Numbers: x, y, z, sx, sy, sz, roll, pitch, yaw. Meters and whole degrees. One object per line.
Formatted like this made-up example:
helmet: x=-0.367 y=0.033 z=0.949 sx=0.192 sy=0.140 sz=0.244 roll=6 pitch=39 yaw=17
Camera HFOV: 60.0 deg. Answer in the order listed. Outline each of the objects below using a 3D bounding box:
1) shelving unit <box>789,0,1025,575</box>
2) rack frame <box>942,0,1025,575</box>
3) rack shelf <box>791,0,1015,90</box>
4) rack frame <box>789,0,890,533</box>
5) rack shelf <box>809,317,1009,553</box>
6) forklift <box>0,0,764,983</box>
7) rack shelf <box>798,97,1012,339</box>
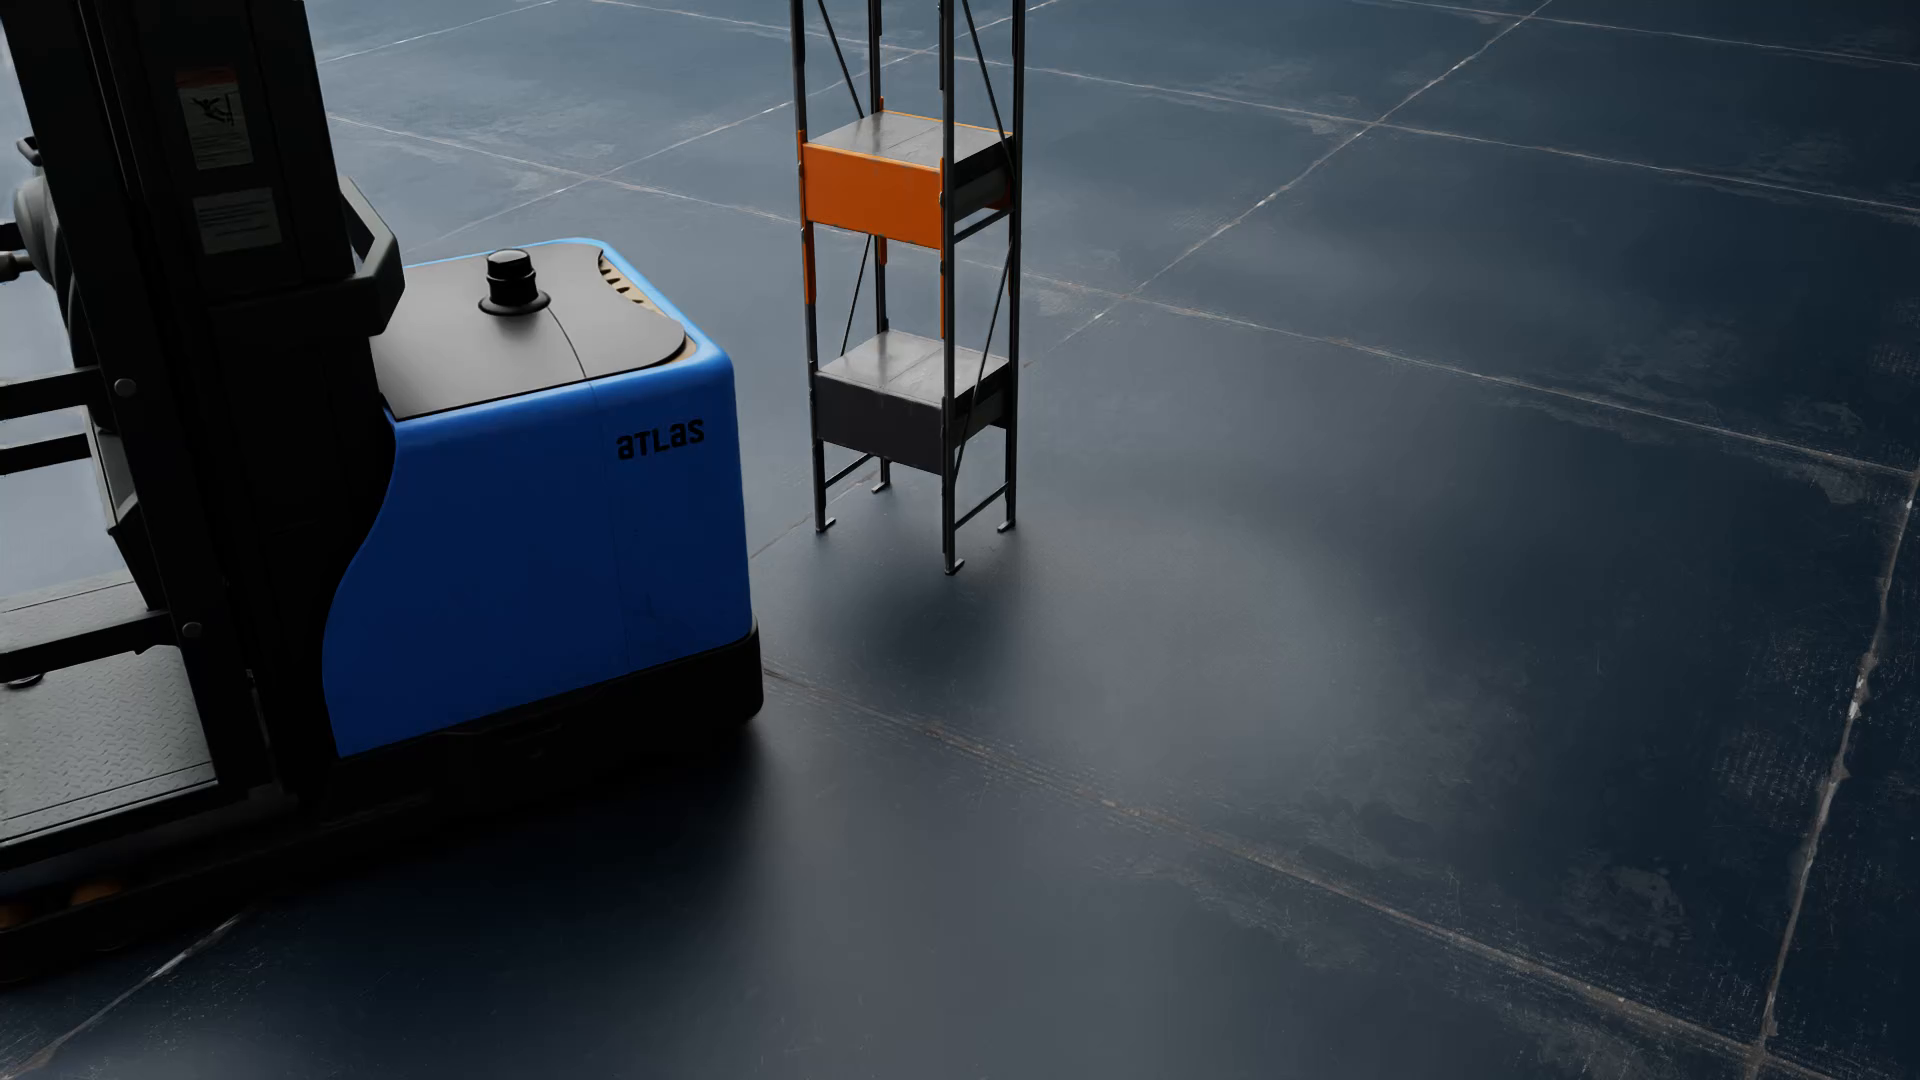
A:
shelving unit: x=-0.140 y=-0.951 z=4.797 sx=0.503 sy=2.100 sz=0.431 roll=18 pitch=35 yaw=27
rack frame: x=0.066 y=-0.886 z=4.685 sx=0.015 sy=2.100 sz=0.400 roll=18 pitch=35 yaw=27
rack shelf: x=-0.140 y=-1.544 z=4.451 sx=0.480 sy=0.518 sz=0.431 roll=18 pitch=35 yaw=27
rack frame: x=-0.347 y=-1.017 z=4.909 sx=0.015 sy=2.100 sz=0.400 roll=18 pitch=35 yaw=27
rack shelf: x=-0.140 y=-0.335 z=5.157 sx=0.480 sy=0.518 sz=0.431 roll=18 pitch=35 yaw=27
forklift: x=-2.056 y=-0.612 z=3.391 sx=3.031 sy=2.935 sz=1.130 roll=-16 pitch=34 yaw=-25
rack shelf: x=-0.140 y=-0.940 z=4.804 sx=0.480 sy=0.518 sz=0.431 roll=18 pitch=35 yaw=27
